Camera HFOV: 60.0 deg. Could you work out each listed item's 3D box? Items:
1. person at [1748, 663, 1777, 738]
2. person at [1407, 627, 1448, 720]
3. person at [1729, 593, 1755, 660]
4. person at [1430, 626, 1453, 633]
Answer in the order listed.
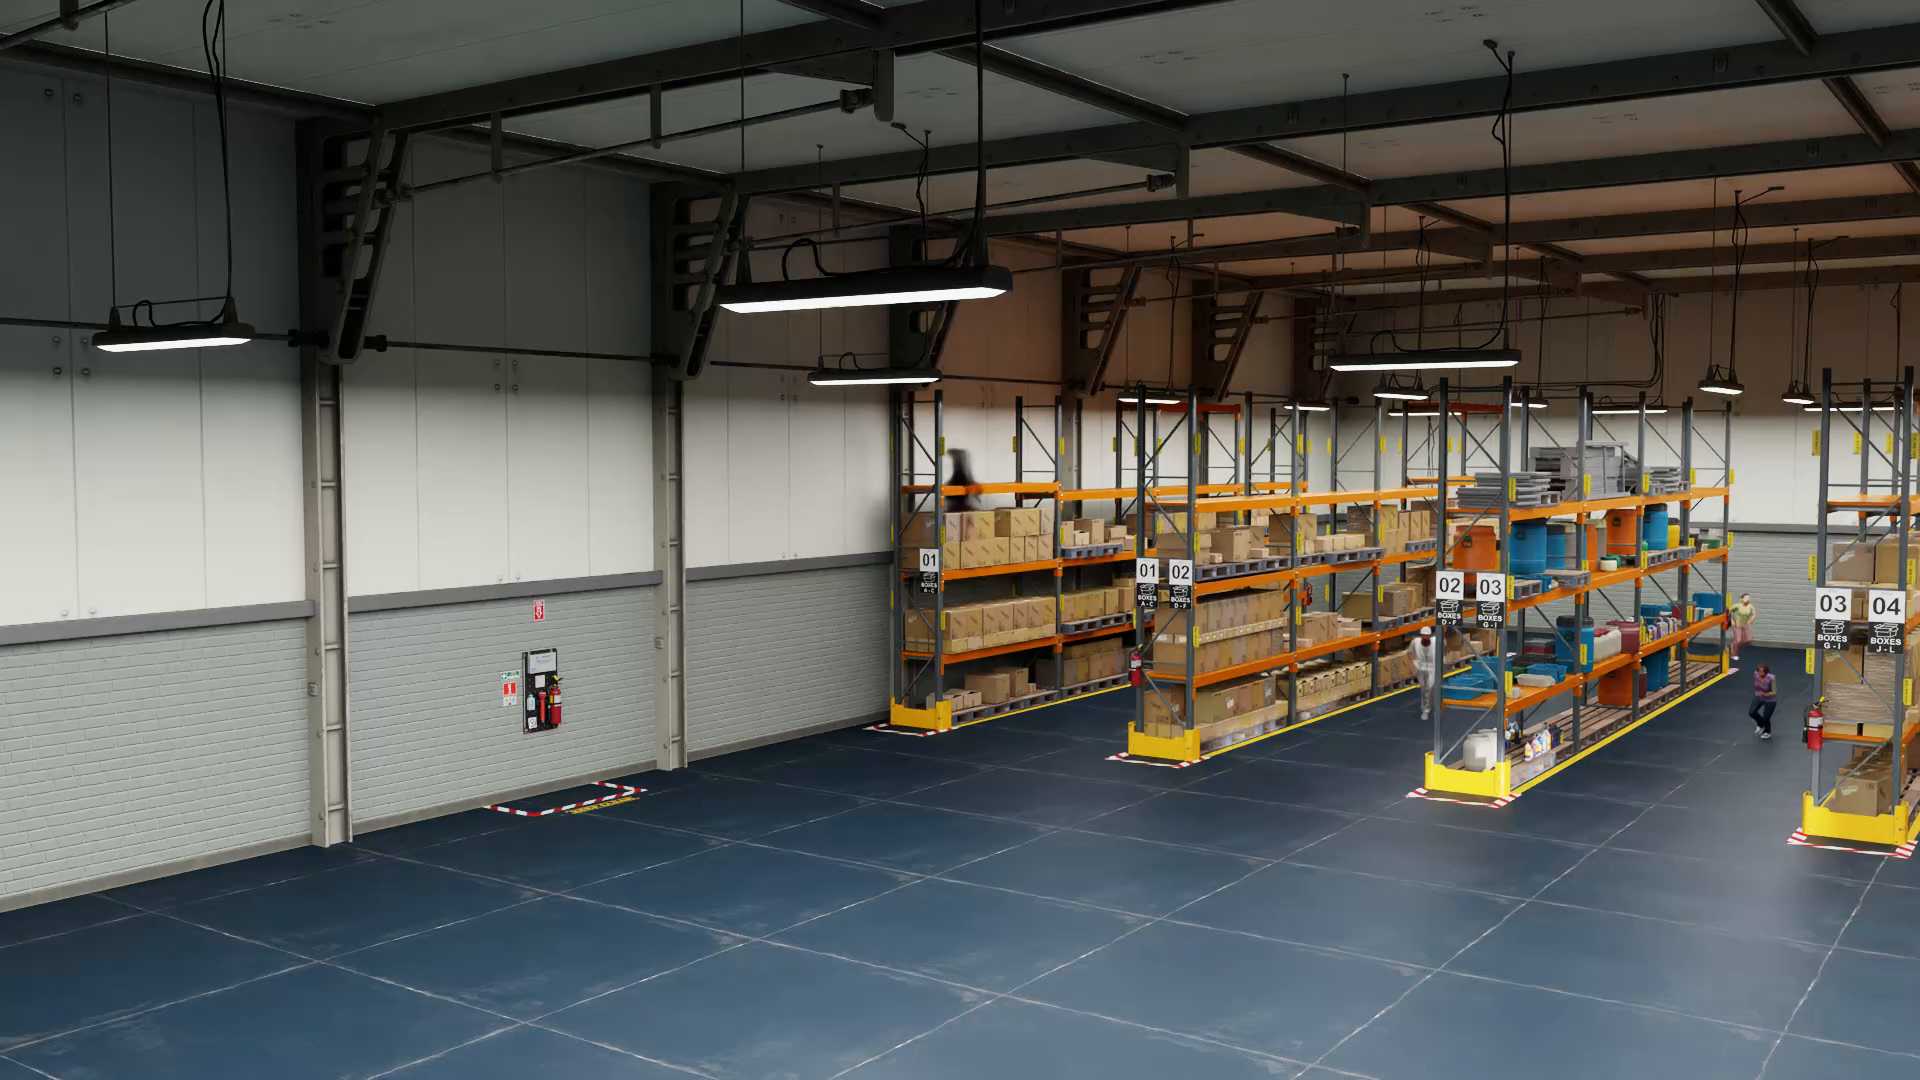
[{"bbox_3d":[13.610,2.730,28.154,0.929,1.352,0.547,-3,4,-42],"label":"person"},{"bbox_3d":[8.667,2.431,30.849,0.722,1.733,1.040,1,3,15],"label":"person"},{"bbox_3d":[18.395,2.033,39.143,0.658,1.579,0.535,-1,3,-11],"label":"person"},{"bbox_3d":[12.019,1.842,41.305,0.967,1.643,0.632,3,4,42],"label":"person"}]
